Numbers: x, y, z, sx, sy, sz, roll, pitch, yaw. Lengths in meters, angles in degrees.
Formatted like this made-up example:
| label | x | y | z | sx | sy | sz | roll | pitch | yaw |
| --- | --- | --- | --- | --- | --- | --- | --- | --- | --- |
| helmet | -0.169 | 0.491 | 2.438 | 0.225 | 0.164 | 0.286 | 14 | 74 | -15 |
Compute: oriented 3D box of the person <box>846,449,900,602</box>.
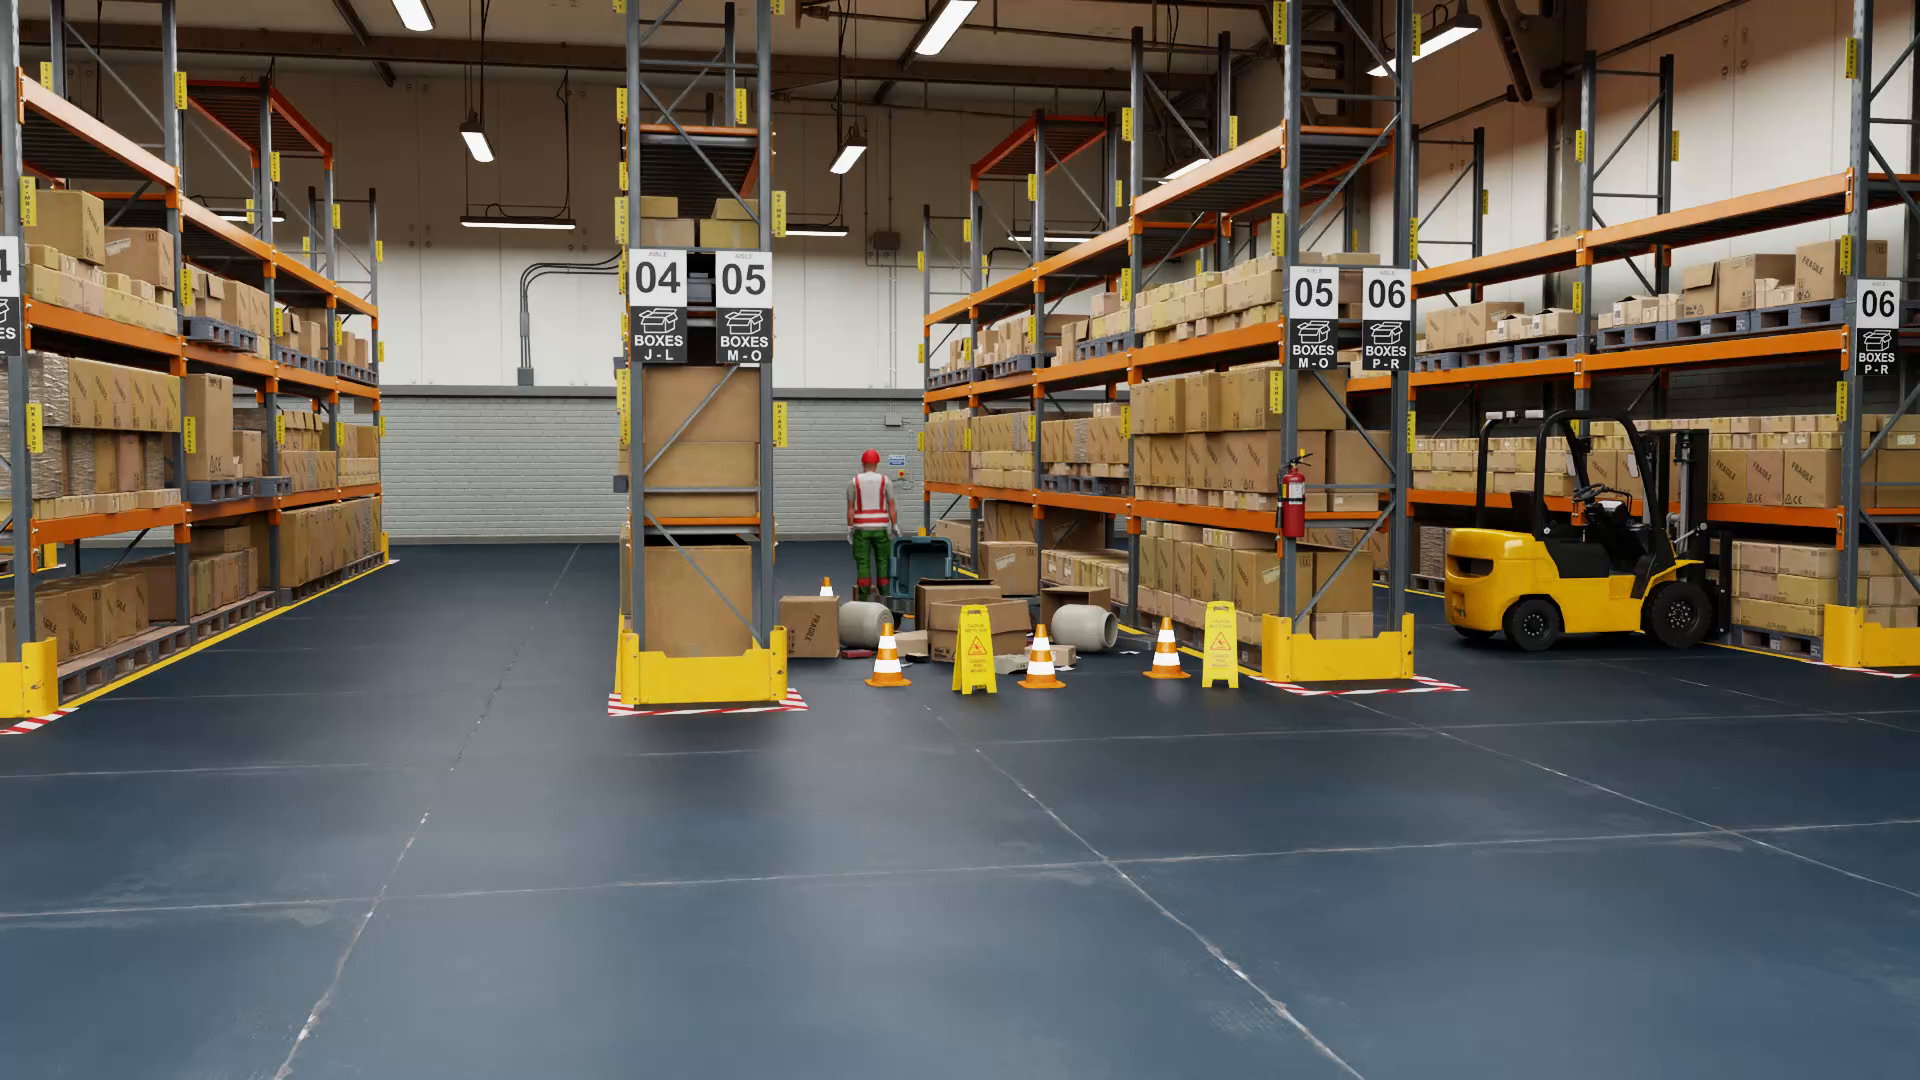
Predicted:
| label | x | y | z | sx | sy | sz | roll | pitch | yaw |
| --- | --- | --- | --- | --- | --- | --- | --- | --- | --- |
| person | -0.976 | -0.115 | 18.549 | 0.595 | 1.795 | 0.371 | -1 | 3 | -10 |
